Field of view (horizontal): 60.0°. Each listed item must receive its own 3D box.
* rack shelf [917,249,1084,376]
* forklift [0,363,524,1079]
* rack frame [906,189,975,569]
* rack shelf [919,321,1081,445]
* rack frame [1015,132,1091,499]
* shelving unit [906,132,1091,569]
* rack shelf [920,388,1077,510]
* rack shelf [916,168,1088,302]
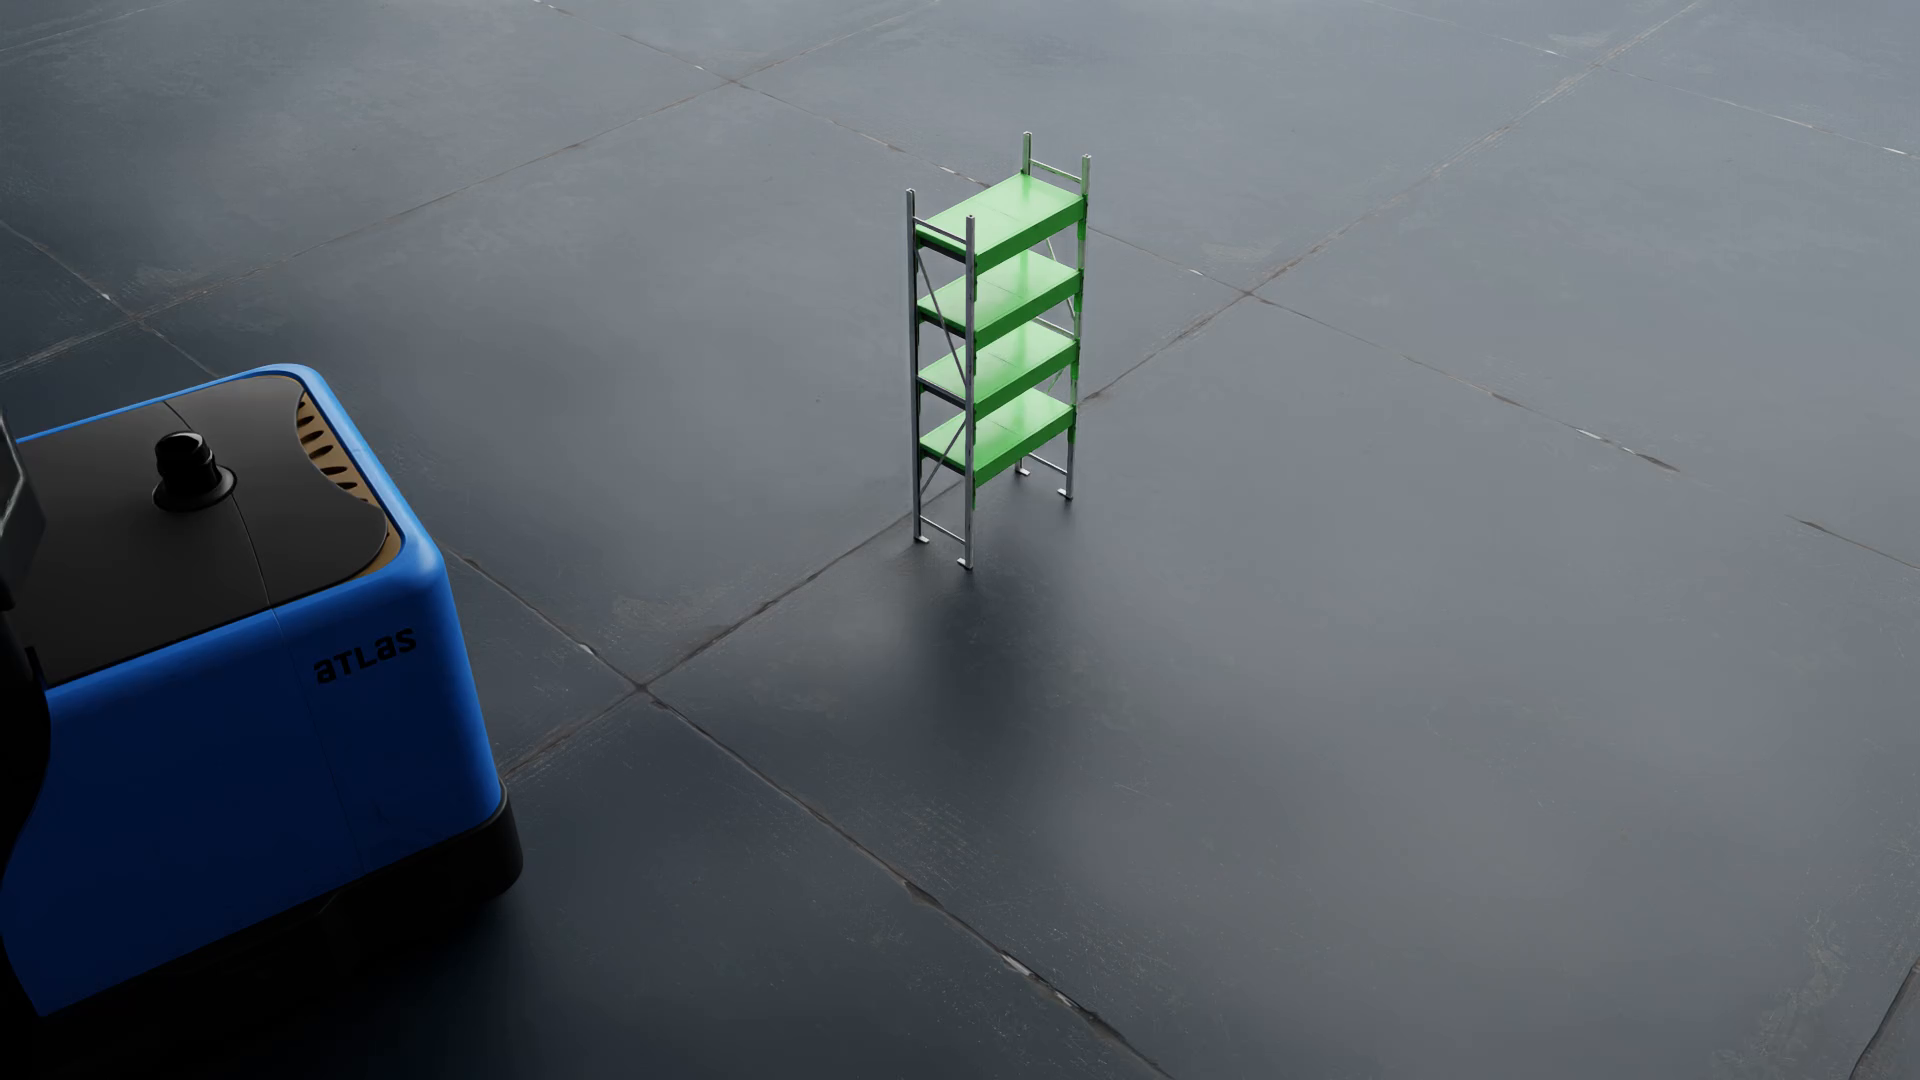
[{"bbox_3d":[0.112,-0.683,4.863,0.258,0.148,0.480,30,47,32],"label":"rack shelf"},{"bbox_3d":[-2.590,-0.008,2.905,3.031,2.935,1.130,-23,44,-26],"label":"forklift"},{"bbox_3d":[-0.053,-0.434,4.831,0.240,1.200,0.015,30,47,32],"label":"rack frame"},{"bbox_3d":[0.112,-0.496,5.012,0.258,0.148,0.480,30,47,32],"label":"rack shelf"},{"bbox_3d":[0.276,-0.658,5.113,0.240,1.200,0.015,30,47,32],"label":"rack frame"},{"bbox_3d":[0.112,-0.546,4.972,0.258,1.200,0.503,30,47,32],"label":"shelving unit"},{"bbox_3d":[0.112,-0.308,5.161,0.258,0.148,0.480,30,47,32],"label":"rack shelf"},{"bbox_3d":[0.112,-0.871,4.713,0.258,0.148,0.480,30,47,32],"label":"rack shelf"}]
